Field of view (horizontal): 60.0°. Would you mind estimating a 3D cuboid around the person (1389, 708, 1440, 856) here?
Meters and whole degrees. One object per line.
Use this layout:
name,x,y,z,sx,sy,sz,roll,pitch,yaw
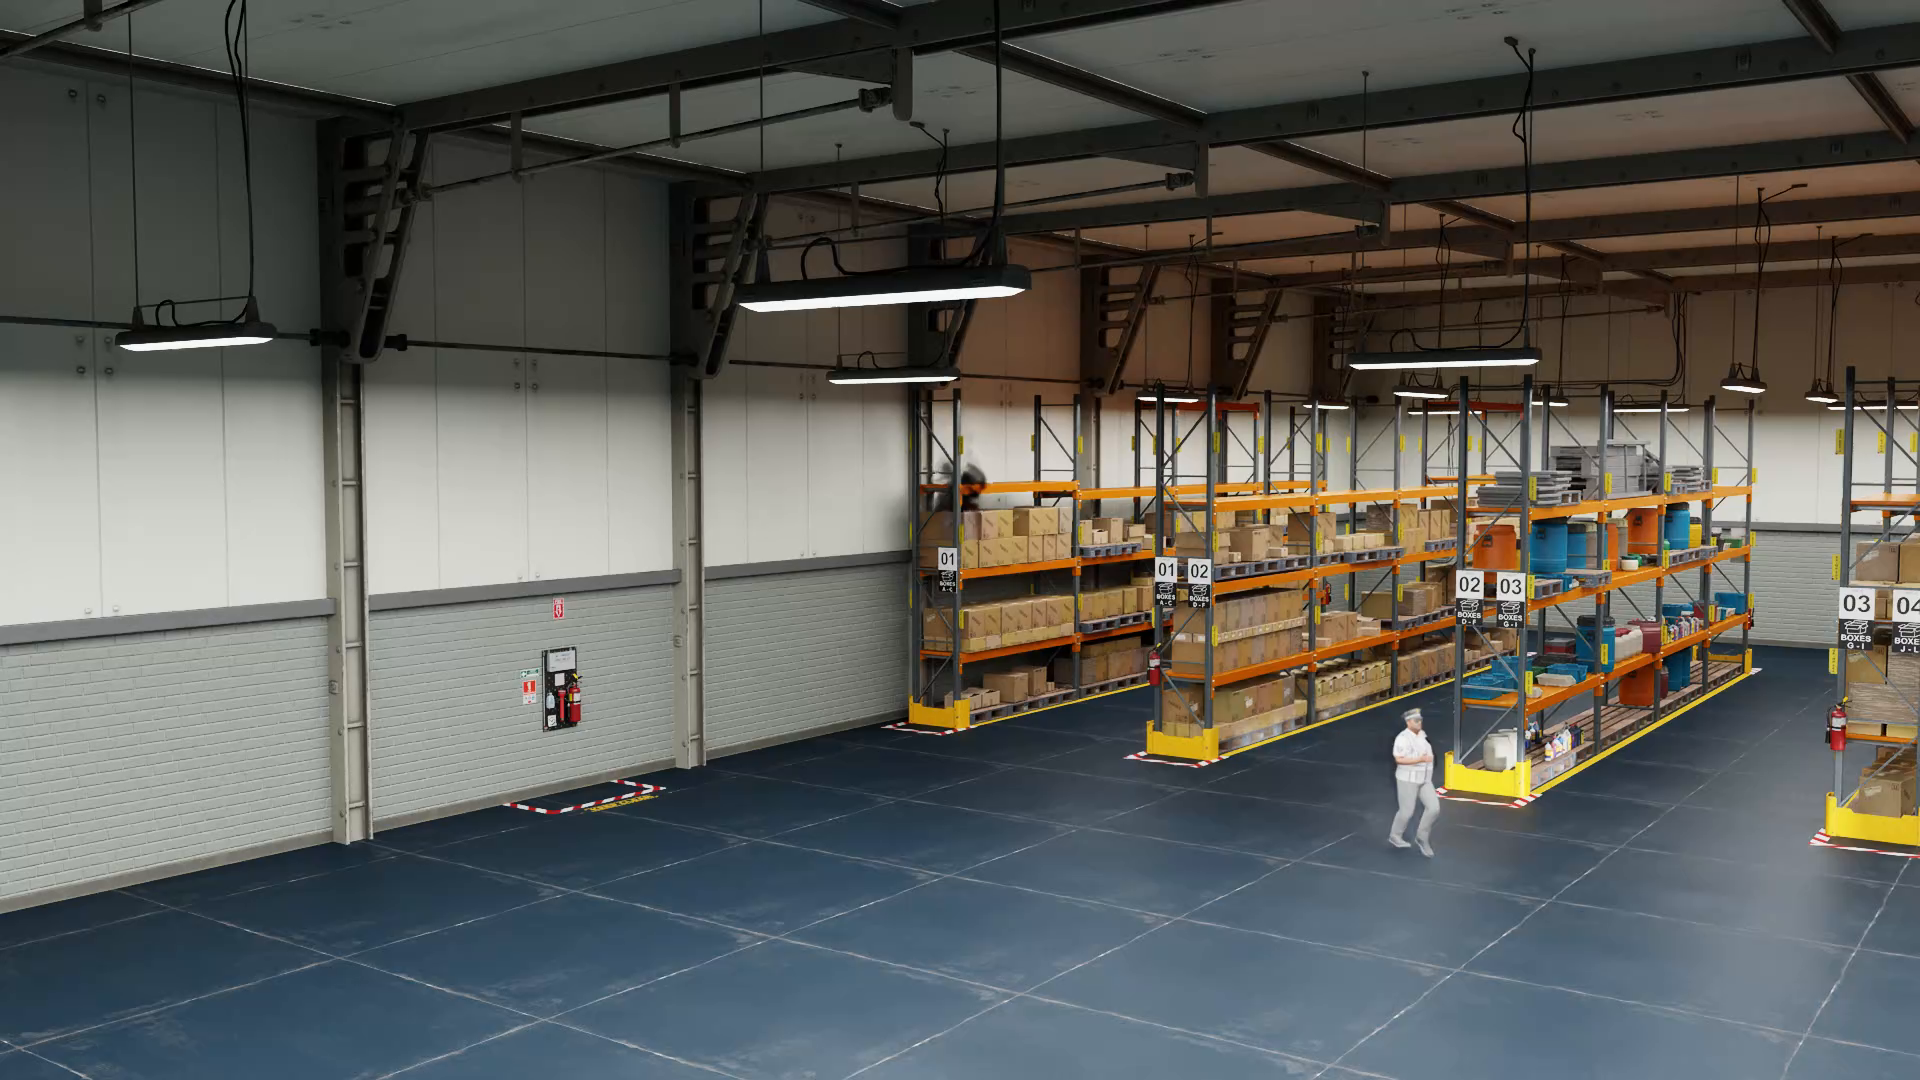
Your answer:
person,5.578,2.965,20.349,0.640,1.836,0.727,-2,4,-29
